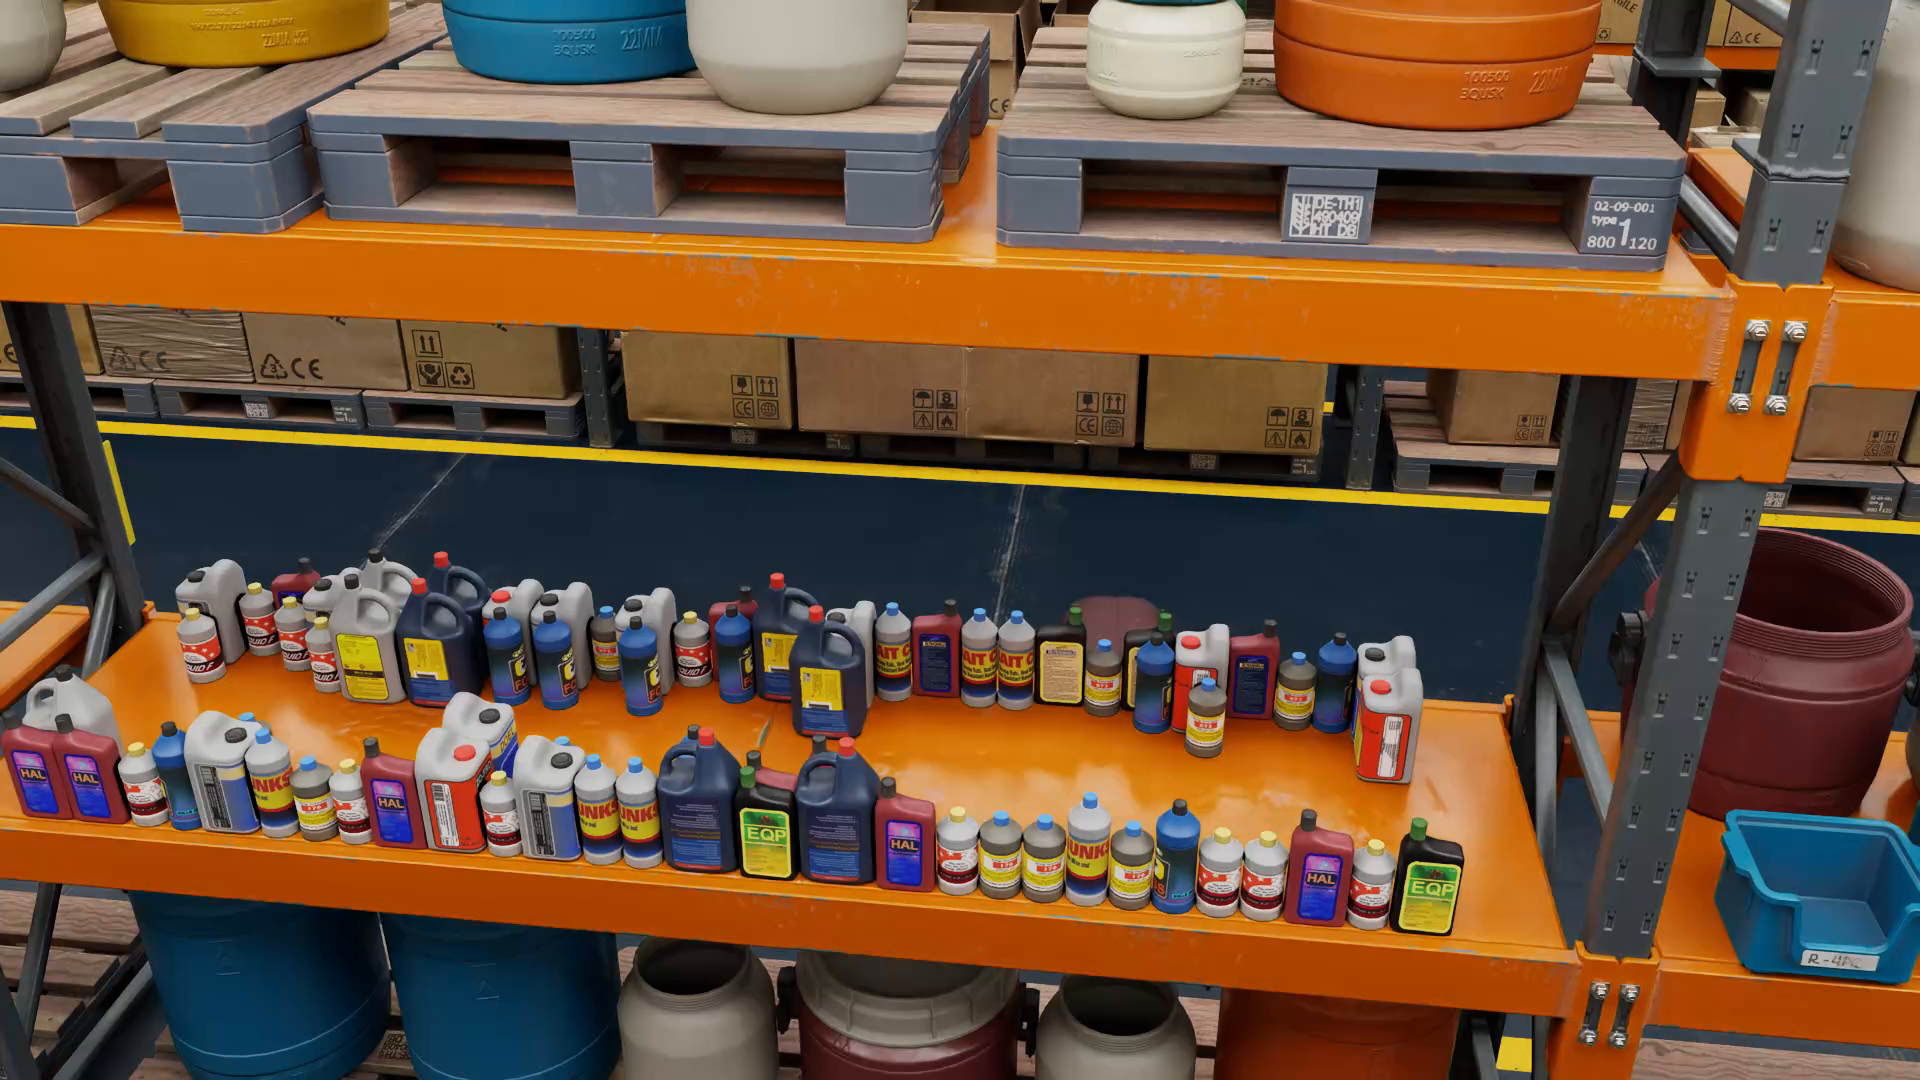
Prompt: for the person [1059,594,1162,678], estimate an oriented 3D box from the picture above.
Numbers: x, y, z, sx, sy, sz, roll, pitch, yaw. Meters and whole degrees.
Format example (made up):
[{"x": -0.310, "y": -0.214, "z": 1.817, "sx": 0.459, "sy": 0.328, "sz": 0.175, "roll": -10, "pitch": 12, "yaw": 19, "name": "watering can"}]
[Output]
[{"x": 0.542, "y": 0.683, "z": 5.885, "sx": 0.584, "sy": 0.848, "sz": 0.960, "roll": 3, "pitch": 28, "yaw": 5, "name": "person"}]
